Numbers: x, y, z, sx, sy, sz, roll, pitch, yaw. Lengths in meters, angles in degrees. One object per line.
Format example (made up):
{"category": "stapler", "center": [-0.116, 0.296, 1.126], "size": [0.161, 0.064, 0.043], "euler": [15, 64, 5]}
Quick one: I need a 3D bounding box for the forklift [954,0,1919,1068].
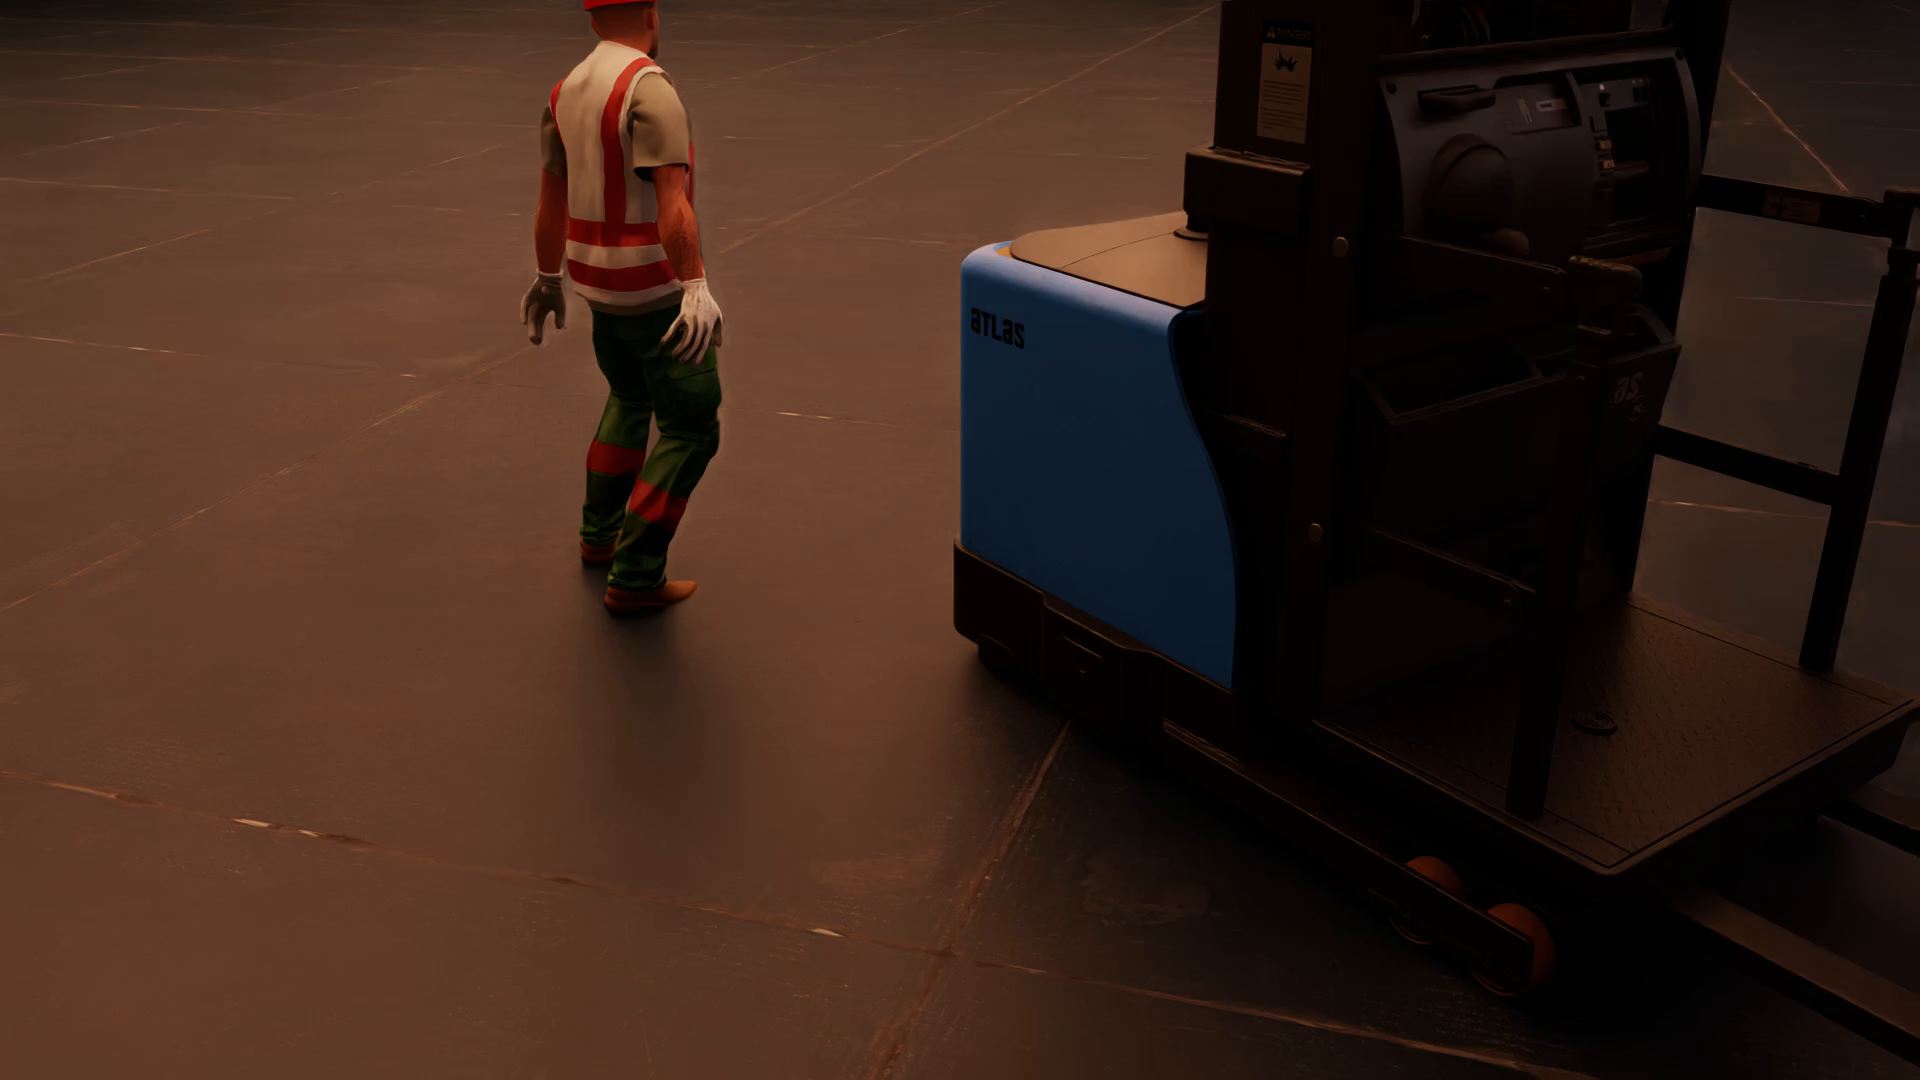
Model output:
{"category": "forklift", "center": [1.256, -0.723, 3.031], "size": [1.130, 2.935, 3.031], "euler": [-15, 27, -33]}

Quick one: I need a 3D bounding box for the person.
{"category": "person", "center": [-0.883, -0.673, 4.528], "size": [0.479, 1.745, 0.890], "euler": [-18, 29, -37]}
